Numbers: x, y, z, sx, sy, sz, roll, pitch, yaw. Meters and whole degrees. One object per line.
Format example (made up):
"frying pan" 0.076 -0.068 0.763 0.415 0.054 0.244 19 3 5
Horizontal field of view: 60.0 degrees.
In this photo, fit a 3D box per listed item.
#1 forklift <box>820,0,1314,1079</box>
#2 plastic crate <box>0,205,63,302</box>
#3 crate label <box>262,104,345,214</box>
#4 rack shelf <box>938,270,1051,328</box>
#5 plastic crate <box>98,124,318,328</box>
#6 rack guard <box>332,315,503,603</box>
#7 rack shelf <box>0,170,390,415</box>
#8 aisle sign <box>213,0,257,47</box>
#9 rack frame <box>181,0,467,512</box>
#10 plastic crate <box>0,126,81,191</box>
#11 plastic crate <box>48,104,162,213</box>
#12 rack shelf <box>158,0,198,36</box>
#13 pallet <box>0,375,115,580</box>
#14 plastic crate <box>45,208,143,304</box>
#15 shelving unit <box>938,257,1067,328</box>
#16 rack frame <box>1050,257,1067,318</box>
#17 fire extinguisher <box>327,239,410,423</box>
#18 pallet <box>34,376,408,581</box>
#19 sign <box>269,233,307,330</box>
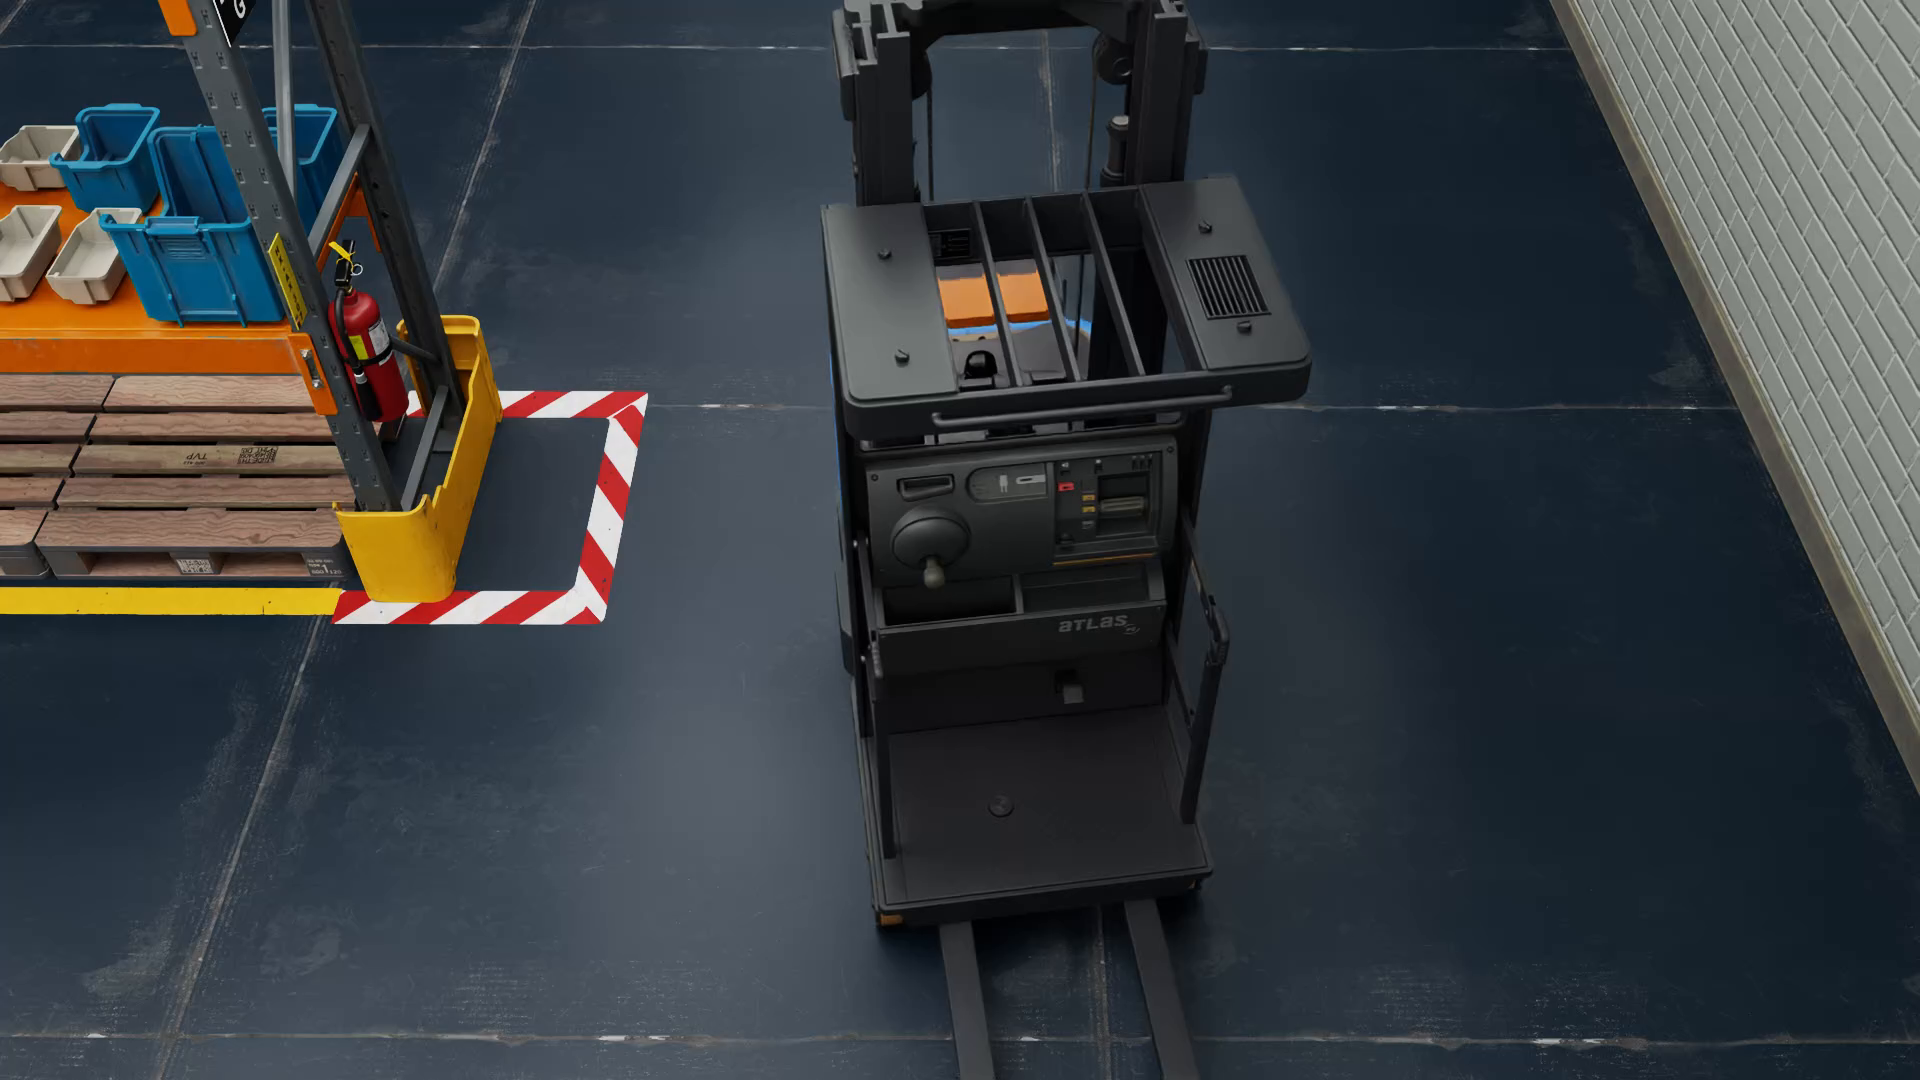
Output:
"forklift" 0.221 0.018 4.812 1.130 2.935 3.031 -6 47 -5
"plastic crate" -3.324 -1.004 5.855 0.243 0.136 0.396 0 47 0
"crate label" -2.464 -1.398 6.156 0.303 0.233 0.416 0 47 0
"rack shelf" 0.126 -0.880 6.293 0.480 0.148 0.258 -6 47 -5
"plastic crate" -2.553 -1.089 5.730 0.499 0.435 0.616 0 47 0
"rack guard" -2.194 -0.350 6.815 0.348 0.500 1.175 0 47 0
"rack shelf" -4.218 -0.953 6.160 4.000 0.370 1.077 0 47 0
"aisle sign" -2.147 -1.864 4.740 0.004 0.787 0.394 0 47 0
"rack frame" -2.218 -1.193 5.892 0.127 3.000 1.000 0 47 0
"plastic crate" -3.462 -1.428 6.250 0.298 0.136 0.250 0 47 0
"plastic crate" -3.122 -1.399 6.158 0.300 0.233 0.416 0 47 0
"rack shelf" -4.218 -1.975 5.062 4.000 0.370 1.077 0 47 0
"pallet" -4.259 -0.279 6.946 1.213 0.211 1.003 0 47 0
"plastic crate" -3.034 -0.993 5.845 0.243 0.136 0.396 0 47 0
"shelving unit" 0.126 -0.612 6.580 0.503 1.200 0.258 -6 47 -5
"rack frame" 0.368 -0.636 6.603 0.015 1.200 0.240 -6 47 -5
"fire extinguisher" -2.069 -0.706 5.746 0.183 0.674 0.296 0 47 0
"pallet" -3.042 -0.273 6.941 1.213 0.211 1.003 0 47 0
"sign" -2.204 -0.846 5.457 0.005 0.325 0.100 0 47 0
